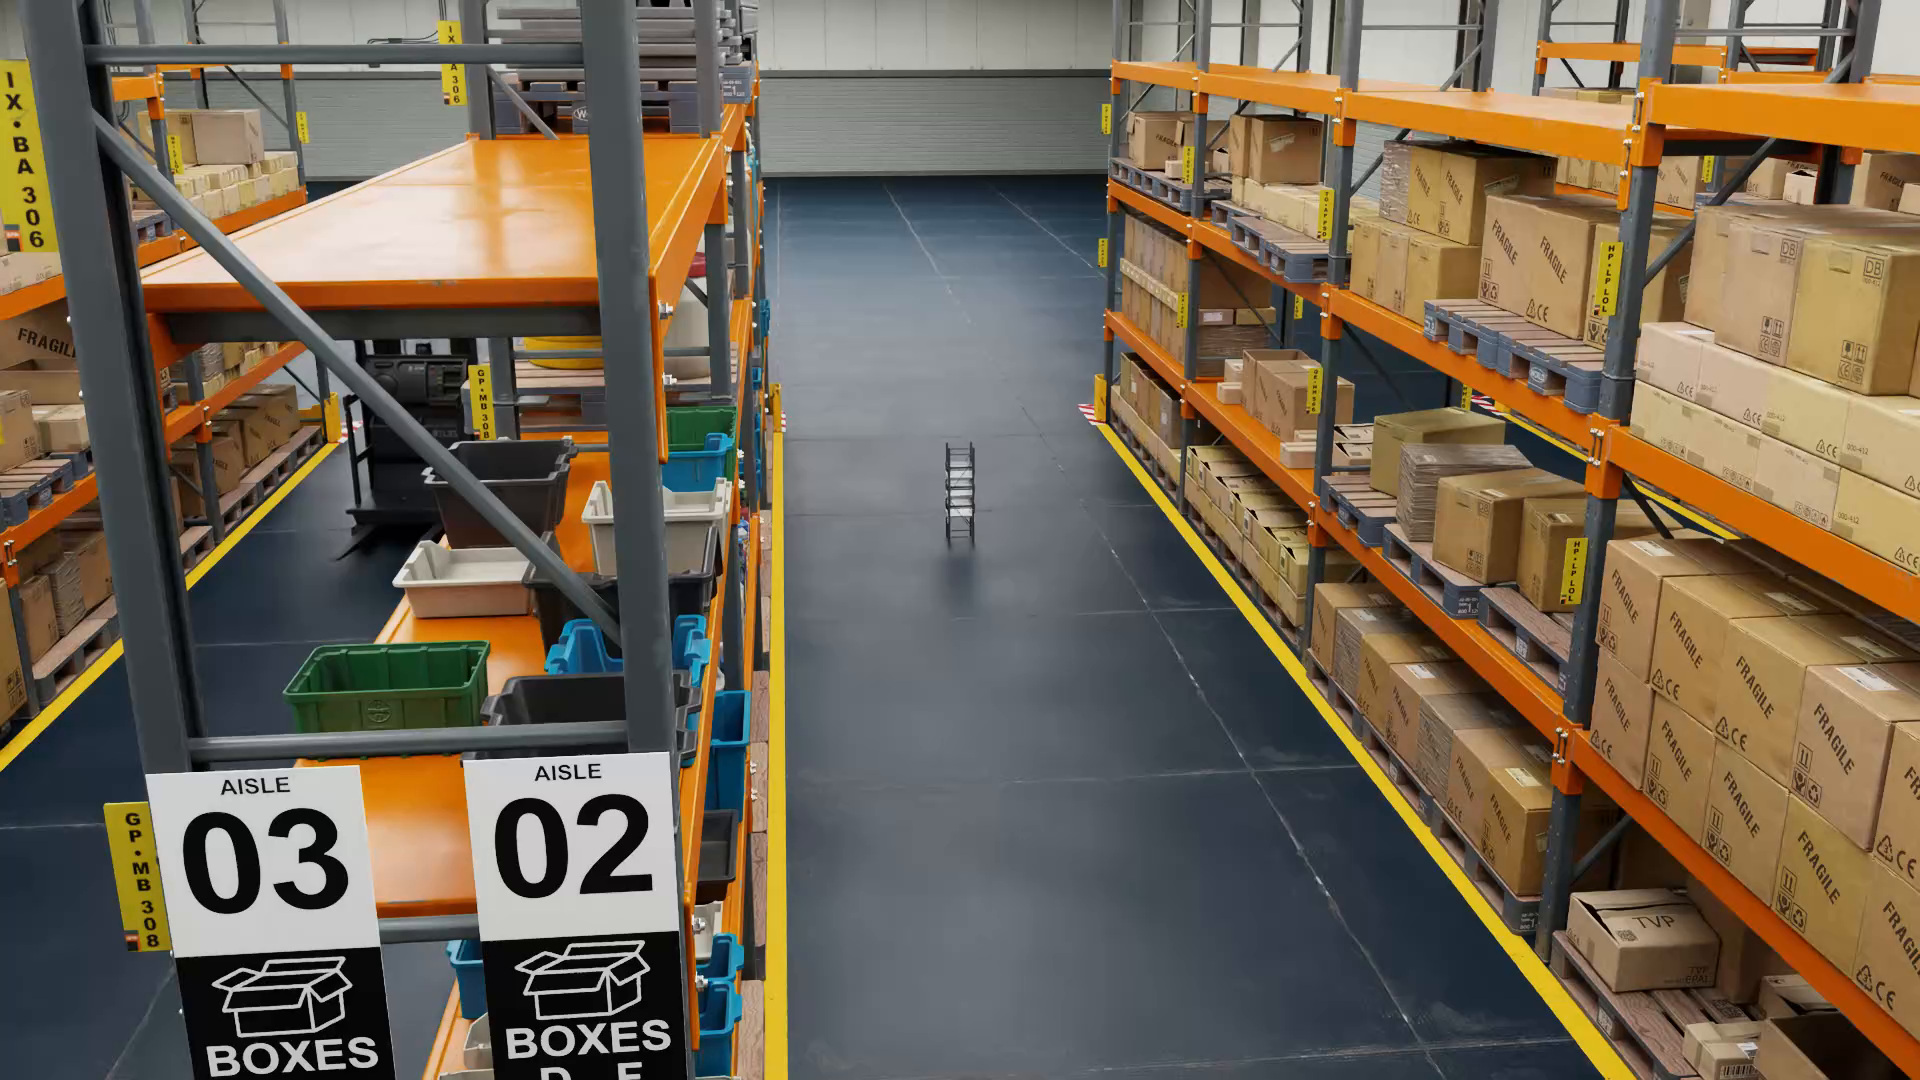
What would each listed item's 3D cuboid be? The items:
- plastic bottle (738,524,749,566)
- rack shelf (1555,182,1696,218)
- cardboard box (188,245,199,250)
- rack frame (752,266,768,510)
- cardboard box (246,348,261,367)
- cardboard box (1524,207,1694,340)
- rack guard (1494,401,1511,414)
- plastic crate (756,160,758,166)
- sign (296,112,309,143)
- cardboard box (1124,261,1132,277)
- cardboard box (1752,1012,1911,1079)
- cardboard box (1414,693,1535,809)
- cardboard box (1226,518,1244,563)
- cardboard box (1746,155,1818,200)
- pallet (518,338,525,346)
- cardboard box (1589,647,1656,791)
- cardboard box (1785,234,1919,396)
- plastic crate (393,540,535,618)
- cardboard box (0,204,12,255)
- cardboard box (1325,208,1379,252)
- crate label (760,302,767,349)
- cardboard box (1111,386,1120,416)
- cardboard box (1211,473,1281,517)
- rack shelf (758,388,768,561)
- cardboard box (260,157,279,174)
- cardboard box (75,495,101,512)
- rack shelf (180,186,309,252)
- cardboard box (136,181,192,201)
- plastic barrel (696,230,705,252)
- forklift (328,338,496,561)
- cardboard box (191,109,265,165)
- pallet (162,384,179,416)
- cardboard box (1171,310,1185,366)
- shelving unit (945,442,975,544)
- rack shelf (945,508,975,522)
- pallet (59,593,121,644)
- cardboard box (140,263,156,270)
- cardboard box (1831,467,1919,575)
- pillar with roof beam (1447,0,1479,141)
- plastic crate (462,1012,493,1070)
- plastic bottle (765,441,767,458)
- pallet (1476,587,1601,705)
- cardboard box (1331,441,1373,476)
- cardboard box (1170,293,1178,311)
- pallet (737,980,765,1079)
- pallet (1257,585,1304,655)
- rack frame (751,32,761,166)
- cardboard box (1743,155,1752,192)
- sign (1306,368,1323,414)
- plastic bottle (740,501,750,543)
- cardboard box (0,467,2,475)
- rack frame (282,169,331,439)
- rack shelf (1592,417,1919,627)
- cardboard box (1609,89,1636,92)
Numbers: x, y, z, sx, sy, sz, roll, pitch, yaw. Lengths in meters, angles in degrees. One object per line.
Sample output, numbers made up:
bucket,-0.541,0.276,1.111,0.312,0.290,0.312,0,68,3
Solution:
plastic bottle,-1.371,0.031,10.357,0.097,0.271,0.097,0,17,0
rack shelf,7.341,-3.539,17.707,1.077,0.370,4.000,-2,18,-6
cardboard box,-7.705,-2.635,16.303,0.500,0.500,0.500,-2,18,-6
rack frame,-2.307,-1.549,15.175,1.000,3.000,0.127,-2,18,-6
cardboard box,-7.125,-1.796,16.381,0.380,0.149,0.250,-2,18,-6
cardboard box,3.375,-1.395,8.642,0.600,0.600,0.600,-2,18,-6
rack guard,7.142,-1.831,20.249,1.175,0.500,0.348,-2,18,-6
plastic crate,-2.224,-3.605,16.744,0.392,0.384,0.575,-2,18,-6
sign,-7.092,-4.452,17.938,0.100,0.325,0.005,-2,18,-6
cardboard box,2.064,-3.047,18.699,0.380,0.149,0.250,-2,18,-7
cardboard box,3.644,2.224,6.593,0.797,0.503,0.637,-2,18,-6
cardboard box,3.015,1.230,9.762,0.500,0.500,0.500,-2,17,-5
cardboard box,2.574,-0.003,14.142,0.500,0.250,0.500,-1,17,-5
cardboard box,7.524,-3.369,15.096,0.500,0.500,0.500,1,17,2
pallet,-1.780,-1.075,8.973,1.003,0.211,1.213,-2,18,-6
cardboard box,3.227,0.795,7.542,0.500,0.500,0.500,-1,17,-4
cardboard box,3.502,-0.827,6.033,0.700,0.500,0.500,-2,18,-6
plastic crate,-1.529,0.113,5.314,0.437,0.136,0.530,-2,18,-6
cardboard box,-6.662,-2.221,11.306,0.500,0.500,0.500,-2,18,-5
cardboard box,2.930,-2.202,11.799,0.500,0.250,0.500,-3,18,-10
crate label,-2.261,-2.217,17.246,0.502,0.435,0.616,-2,18,-6
cardboard box,2.042,-1.614,19.273,0.500,0.250,0.500,-2,18,-6
cardboard box,2.516,-0.422,14.541,0.500,0.311,0.500,-2,18,-7
rack shelf,-2.101,-0.610,13.385,1.077,0.370,4.000,-2,18,-6
cardboard box,-7.210,-3.831,17.021,0.380,0.149,0.250,-2,18,-5
cardboard box,-7.161,-0.087,13.957,0.700,0.500,0.500,-2,18,-6
rack shelf,-7.440,-3.080,16.245,1.077,0.370,4.000,-2,18,-6
cardboard box,-6.961,-3.052,14.540,0.380,0.149,0.250,-2,18,-7
plastic barrel,-1.562,-1.530,9.179,0.433,0.535,0.433,0,17,0
forklift,-4.973,-1.468,15.032,1.130,2.935,3.031,0,17,0
cardboard box,-7.235,-3.993,16.454,0.500,0.500,0.500,-2,18,-6
pallet,-7.300,-1.072,13.977,1.003,0.211,1.213,-2,18,-6
cardboard box,2.507,-2.037,16.565,0.700,0.500,0.500,-2,18,-6
shelving unit,0.001,-0.427,15.108,0.258,0.900,0.210,-2,18,-6
rack shelf,0.001,-0.223,15.171,0.258,0.077,0.200,-2,18,-6
pallet,-7.023,0.531,13.207,1.003,0.211,1.213,-2,18,-6
cardboard box,-7.027,-2.204,14.931,0.500,0.500,0.500,-2,18,-6
cardboard box,3.402,-0.077,5.731,0.500,0.250,0.500,-2,18,-6
pillar with roof beam,3.166,-7.382,23.739,9.100,9.000,0.400,-2,18,-6
plastic crate,-1.451,1.630,5.392,0.298,0.136,0.250,-2,18,-6
plastic bottle,-2.041,-0.931,16.896,0.144,0.351,0.185,-2,18,-6
pallet,3.472,0.533,8.865,1.003,0.211,1.213,-2,18,-6
cardboard box,3.039,-0.576,12.226,0.500,0.311,0.500,-1,17,-2
cardboard box,2.298,-2.362,16.516,0.380,0.149,0.250,-2,18,-6
pallet,-1.368,2.383,7.307,1.003,0.211,1.213,-2,18,-6
pallet,2.987,0.575,13.066,1.003,0.211,1.213,-2,18,-6
rack frame,-2.720,-5.603,18.073,1.000,3.000,0.127,-2,18,-6
cardboard box,7.747,-3.497,16.173,0.500,0.500,0.500,-1,17,-4
sign,2.481,-1.043,11.632,0.100,0.325,0.005,-2,18,-6
plastic bottle,-1.405,-0.125,10.836,0.061,0.283,0.133,-2,18,-6
cardboard box,-6.917,-0.612,11.323,0.500,0.500,0.500,-4,18,-12
rack frame,-7.646,-2.588,18.484,1.000,3.000,0.127,-2,18,-6
rack shelf,3.652,0.191,5.828,1.077,0.370,4.000,-2,18,-6
cardboard box,7.506,-4.729,18.429,0.500,0.500,0.500,-1,17,-2
